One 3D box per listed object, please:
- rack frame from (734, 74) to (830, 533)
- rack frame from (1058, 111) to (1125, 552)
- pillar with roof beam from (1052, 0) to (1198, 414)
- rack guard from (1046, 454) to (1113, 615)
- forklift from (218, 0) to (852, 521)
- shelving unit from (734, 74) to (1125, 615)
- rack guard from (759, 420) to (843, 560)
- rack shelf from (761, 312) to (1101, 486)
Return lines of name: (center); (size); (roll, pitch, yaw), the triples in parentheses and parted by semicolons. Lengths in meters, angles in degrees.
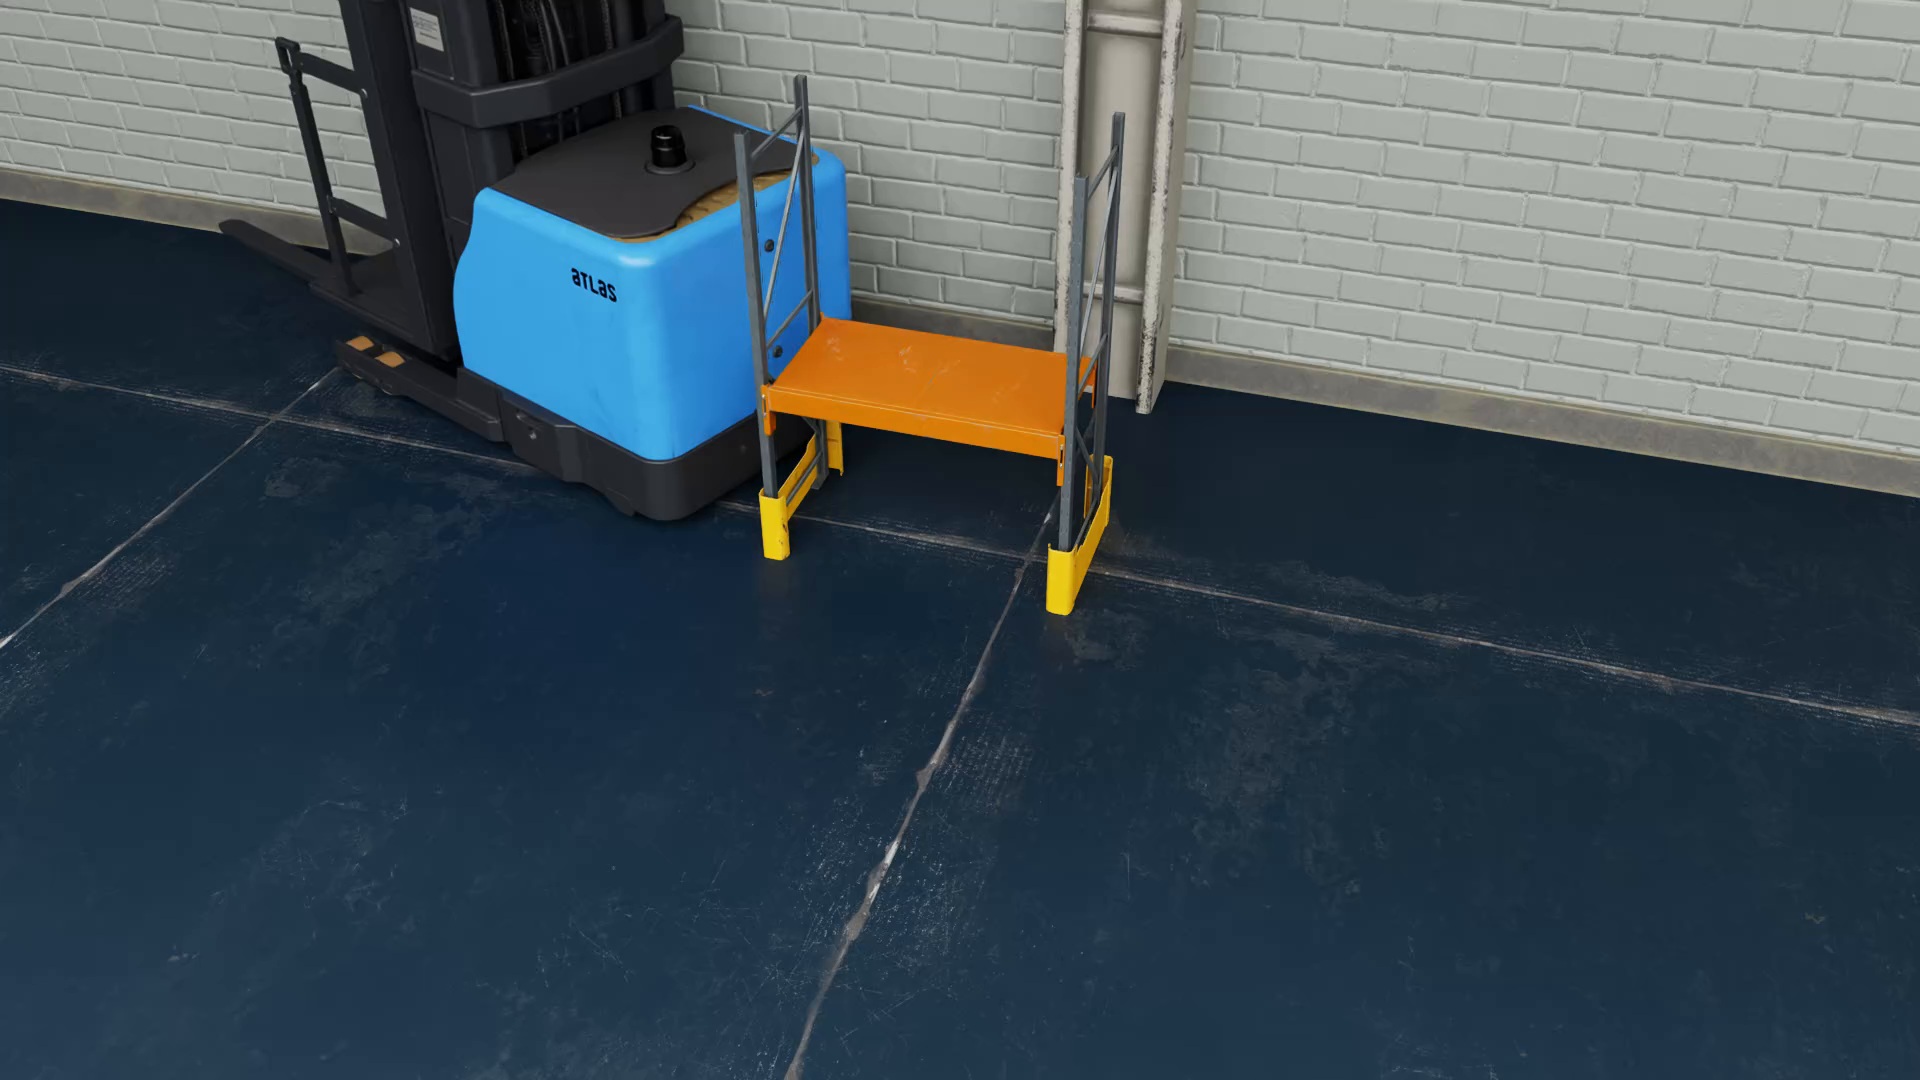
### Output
rack frame: (-0.567, -0.709, 5.448); (0.032, 1.500, 0.500); (10, 38, 14)
rack frame: (0.404, -0.529, 5.204); (0.032, 1.500, 0.500); (10, 38, 14)
pillar with roof beam: (-0.697, -1.794, 0.596); (0.400, 9.000, 9.100); (10, 38, 14)
rack guard: (0.403, -0.026, 5.575); (0.087, 0.250, 0.587); (10, 38, 14)
forklift: (-1.846, -1.968, 5.951); (3.031, 2.935, 1.130); (26, 43, 30)
shelving unit: (-0.073, -0.618, 5.324); (1.083, 1.500, 0.587); (10, 38, 14)
rack guard: (-0.548, -0.202, 5.814); (0.087, 0.250, 0.587); (10, 38, 14)
rack shelf: (-0.081, -0.474, 5.433); (1.000, 0.185, 0.538); (10, 38, 14)
